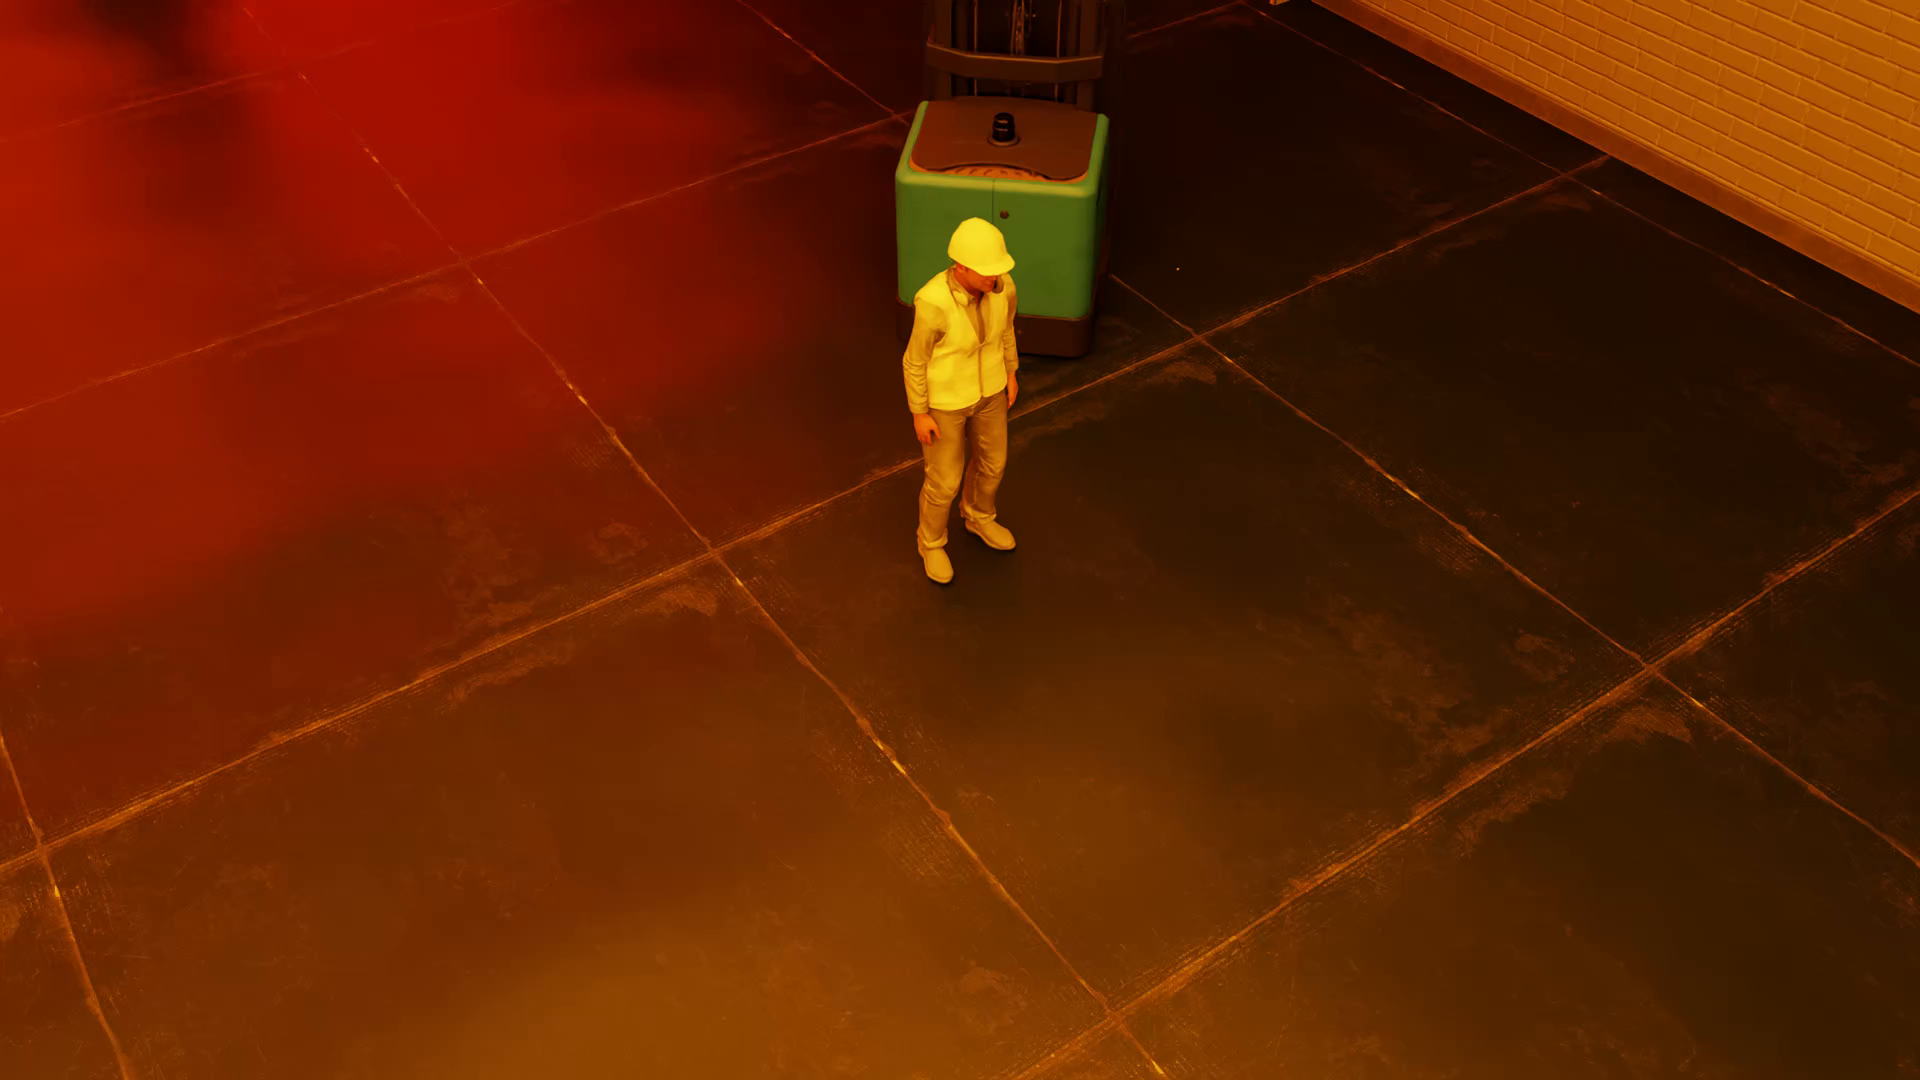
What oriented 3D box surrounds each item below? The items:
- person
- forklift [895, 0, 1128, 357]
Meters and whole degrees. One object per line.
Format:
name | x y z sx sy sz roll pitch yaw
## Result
person | 0.022 -0.641 7.268 0.580 1.770 0.463 -27 49 -26
forklift | 0.387 -3.053 9.028 1.130 2.935 3.031 6 43 6
